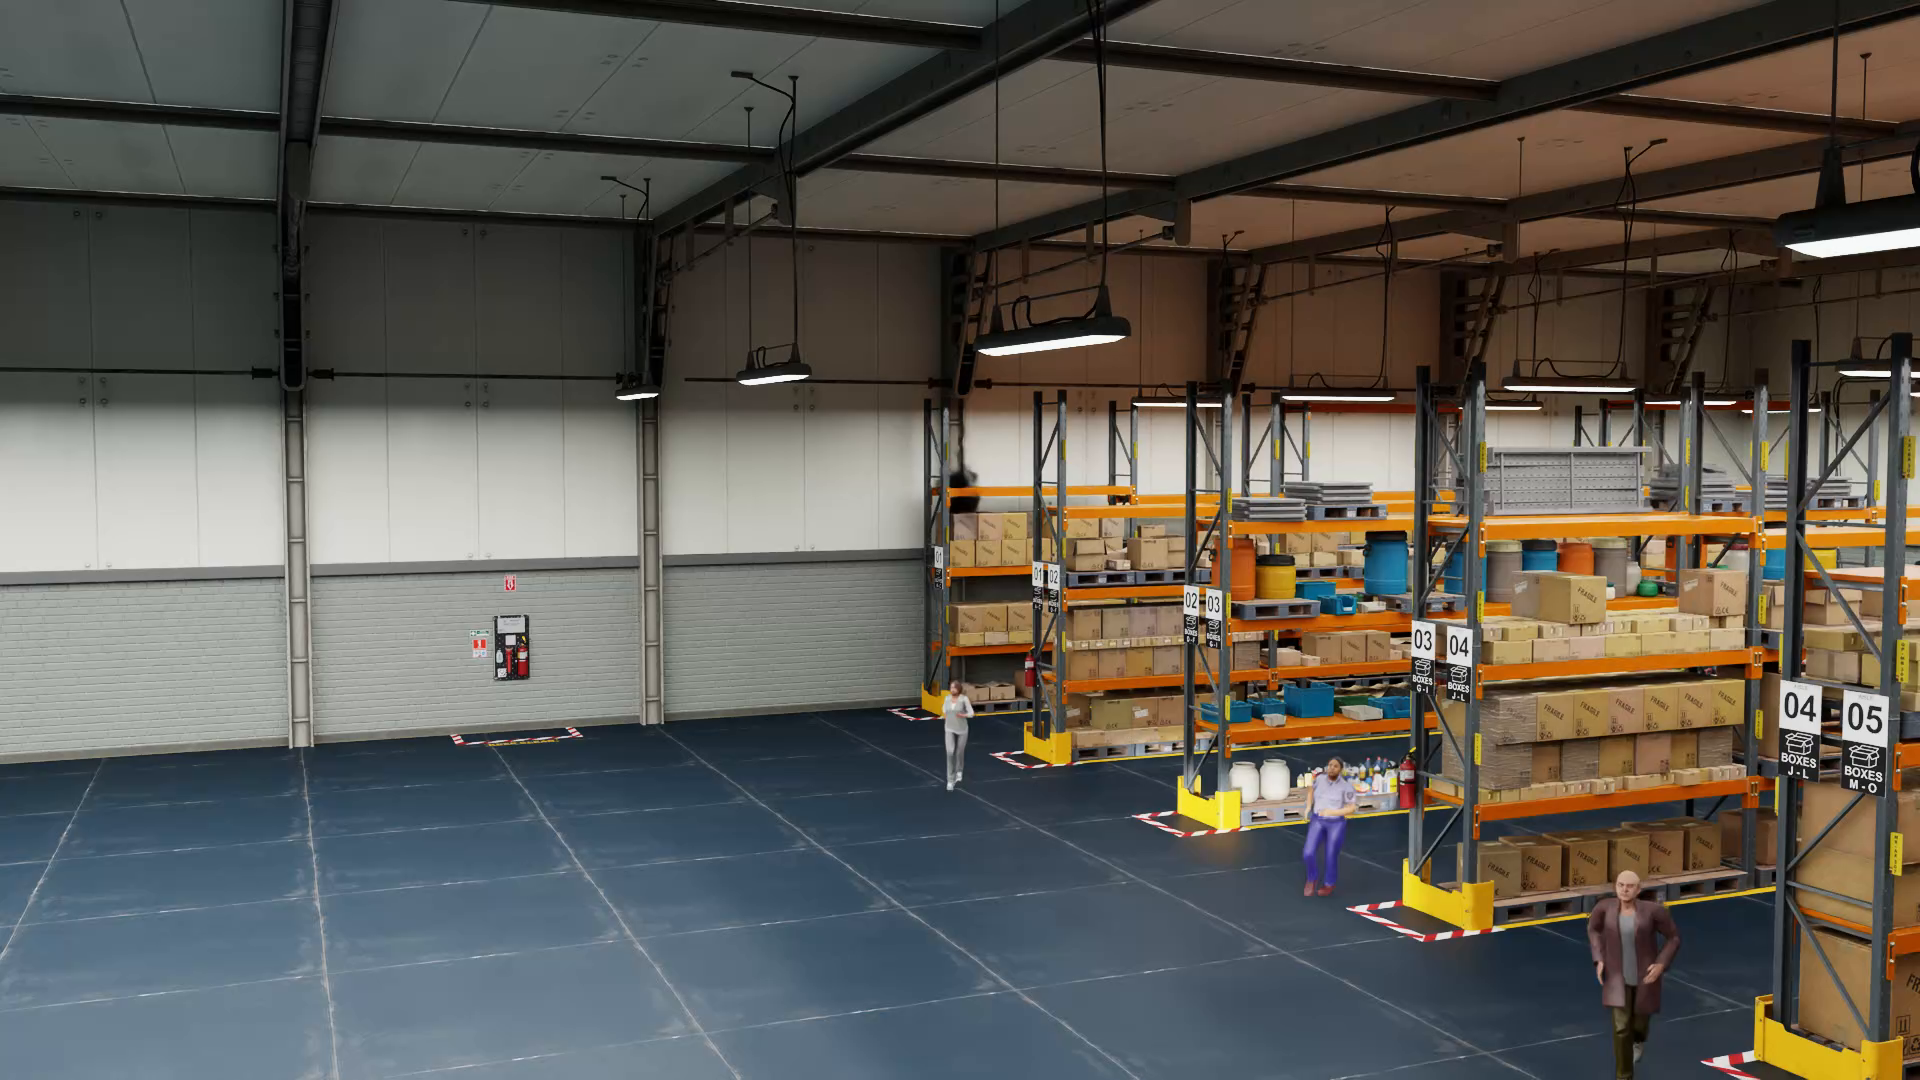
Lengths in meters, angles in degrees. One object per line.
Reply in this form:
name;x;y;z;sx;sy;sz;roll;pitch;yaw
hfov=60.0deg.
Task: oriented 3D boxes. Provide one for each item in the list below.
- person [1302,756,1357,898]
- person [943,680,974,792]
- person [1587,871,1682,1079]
person;4.184;3.363;18.830;0.615;1.423;0.619;2;4;27
person;-0.031;2.906;24.893;0.512;1.646;0.730;1;3;9
person;5.407;3.515;13.362;0.713;1.799;0.788;2;4;29
